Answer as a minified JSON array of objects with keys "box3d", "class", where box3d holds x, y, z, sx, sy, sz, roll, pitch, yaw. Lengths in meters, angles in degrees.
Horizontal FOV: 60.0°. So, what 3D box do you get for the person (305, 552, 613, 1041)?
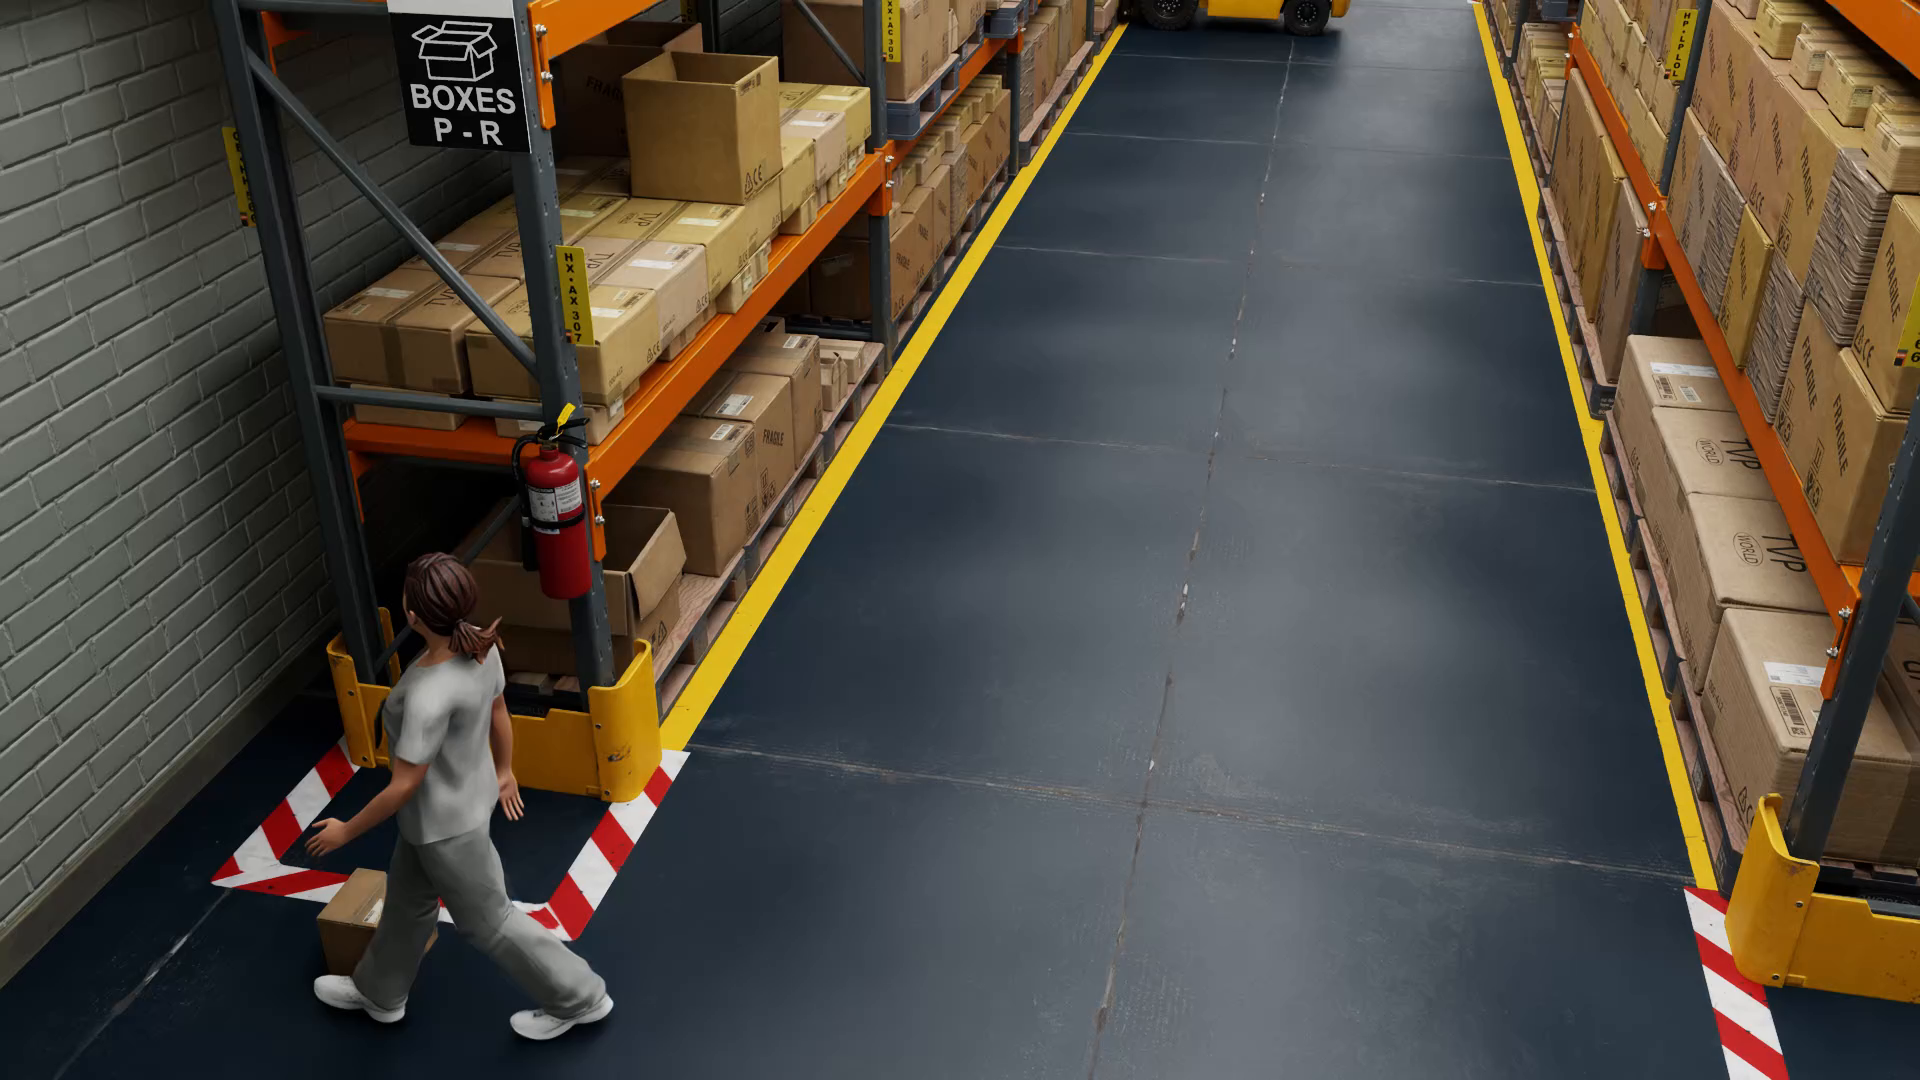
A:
[{"box3d":[-1.538,0.772,4.747,0.946,1.617,0.497,1,29,1],"class":"person"}]
